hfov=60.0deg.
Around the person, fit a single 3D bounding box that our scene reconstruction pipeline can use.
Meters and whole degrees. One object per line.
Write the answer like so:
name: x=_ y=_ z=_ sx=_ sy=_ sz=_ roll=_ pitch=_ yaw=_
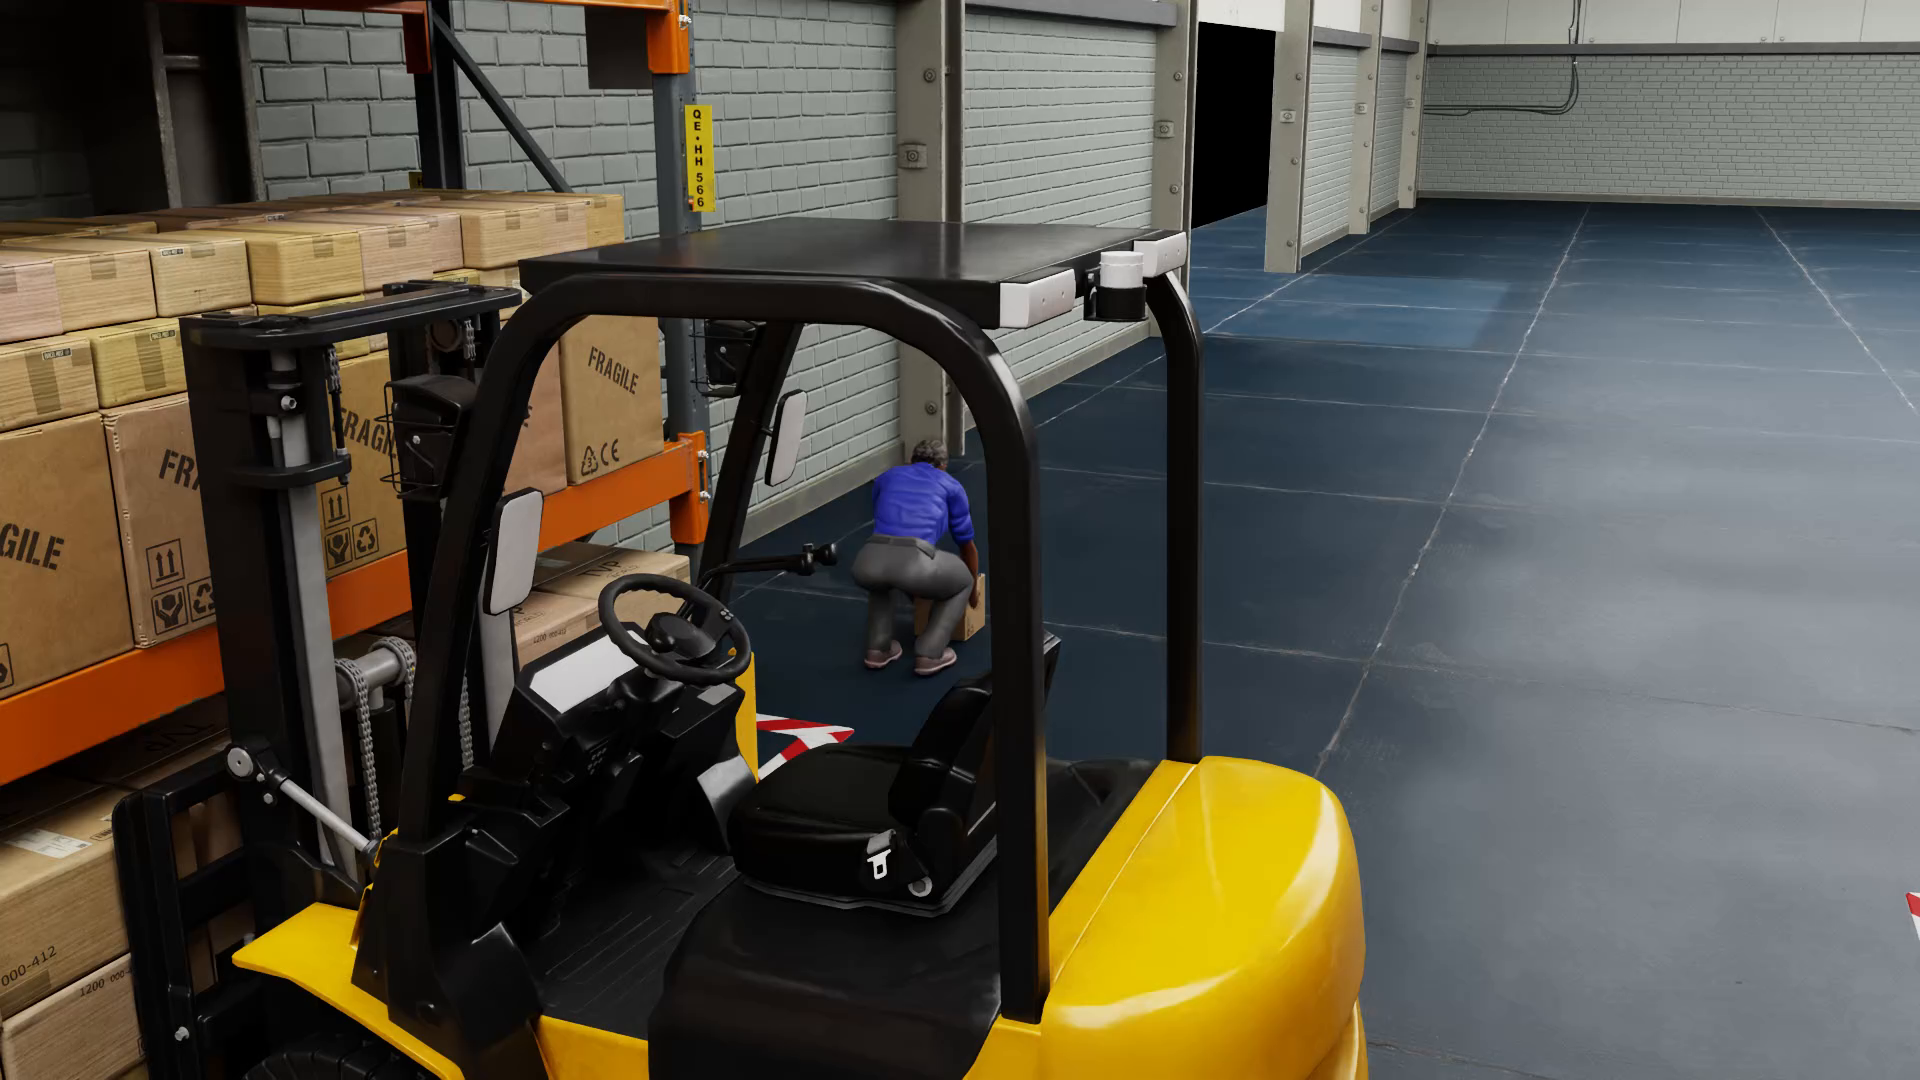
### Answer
person: x=-0.197 y=0.071 z=7.187 sx=0.483 sy=0.911 sz=0.807 roll=6 pitch=17 yaw=21
